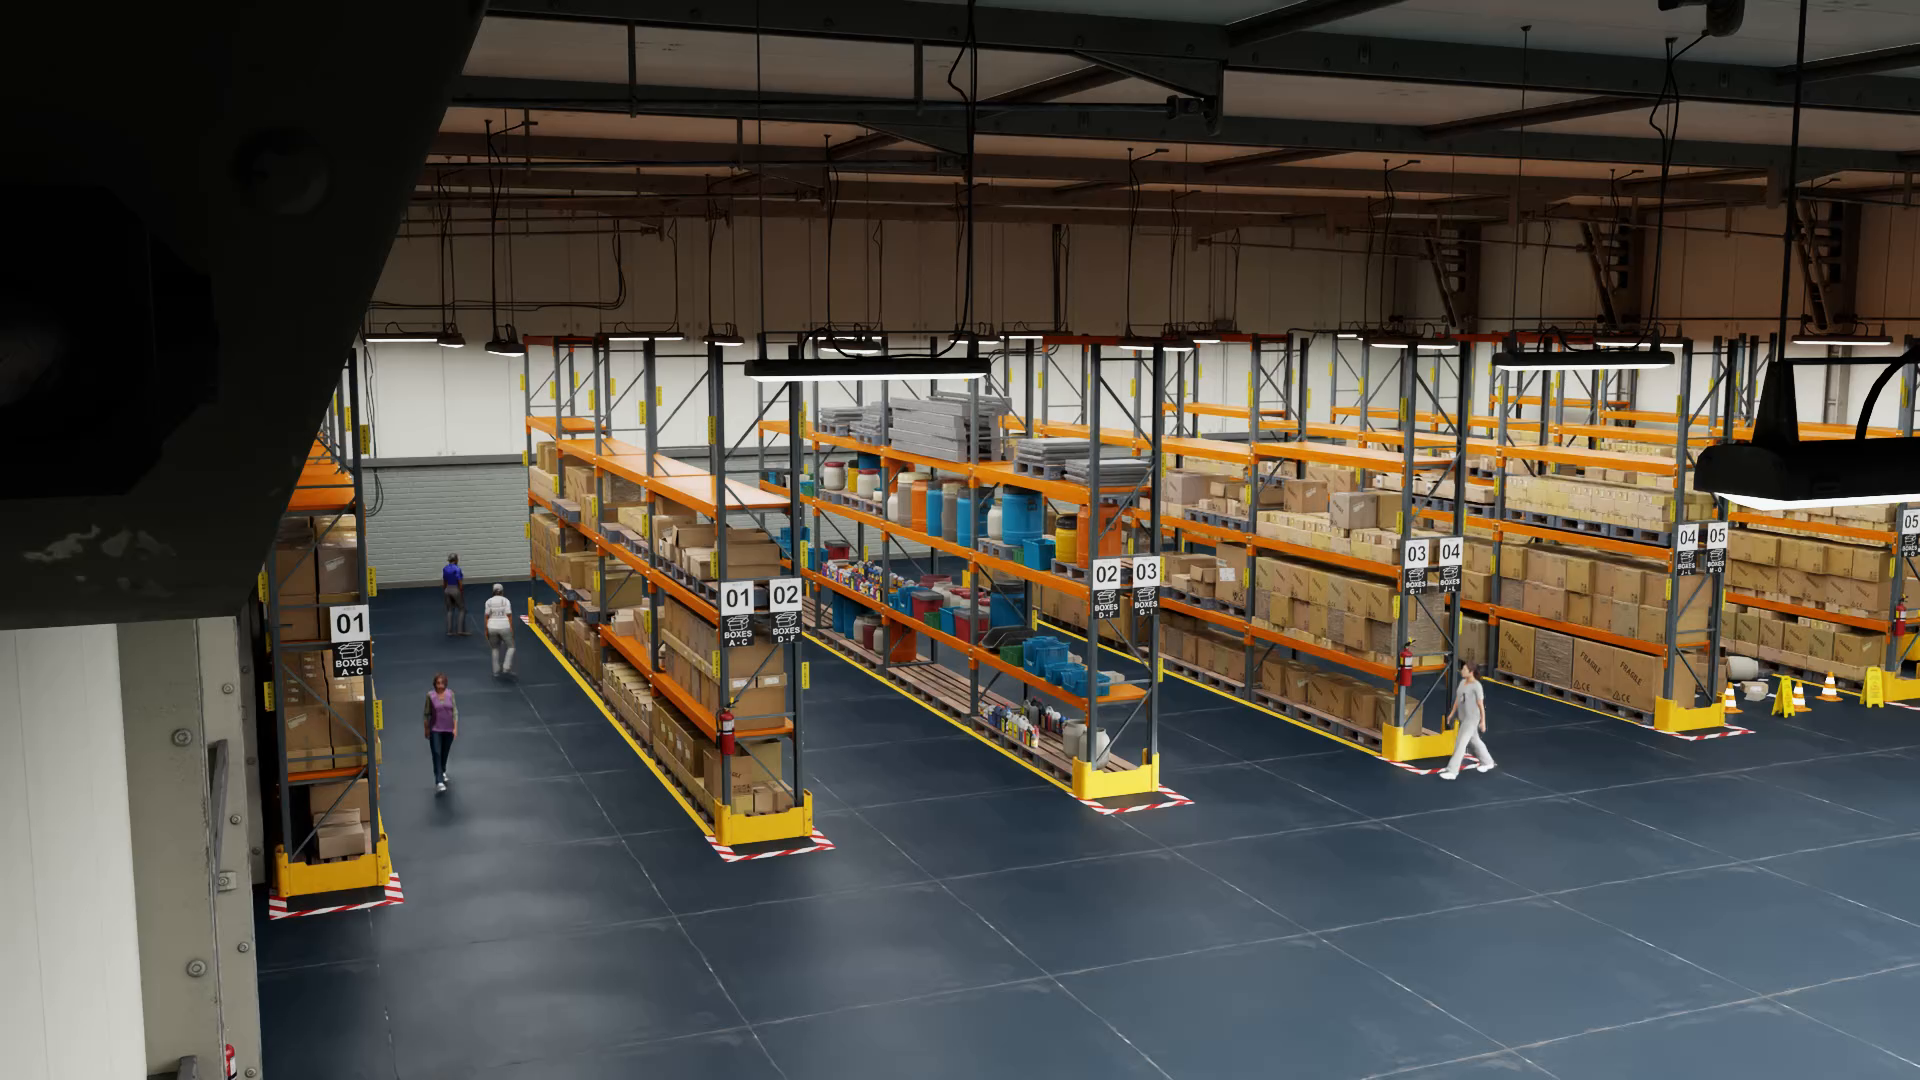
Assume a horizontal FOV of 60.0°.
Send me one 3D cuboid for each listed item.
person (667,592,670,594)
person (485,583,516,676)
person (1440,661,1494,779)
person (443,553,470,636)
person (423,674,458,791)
[{"bbox_3d":[-5.985,0.798,34.962,0.611,1.715,1.054,-4,9,-27],"label":"person"},{"bbox_3d":[-8.152,1.602,29.475,0.543,1.660,0.498,0,8,3],"label":"person"},{"bbox_3d":[7.022,2.468,22.989,0.997,1.628,0.473,-2,8,-17],"label":"person"},{"bbox_3d":[-10.132,1.112,33.281,0.539,1.715,0.385,3,8,23],"label":"person"},{"bbox_3d":[-6.977,2.570,22.427,0.433,1.546,0.967,-5,9,-34],"label":"person"}]
